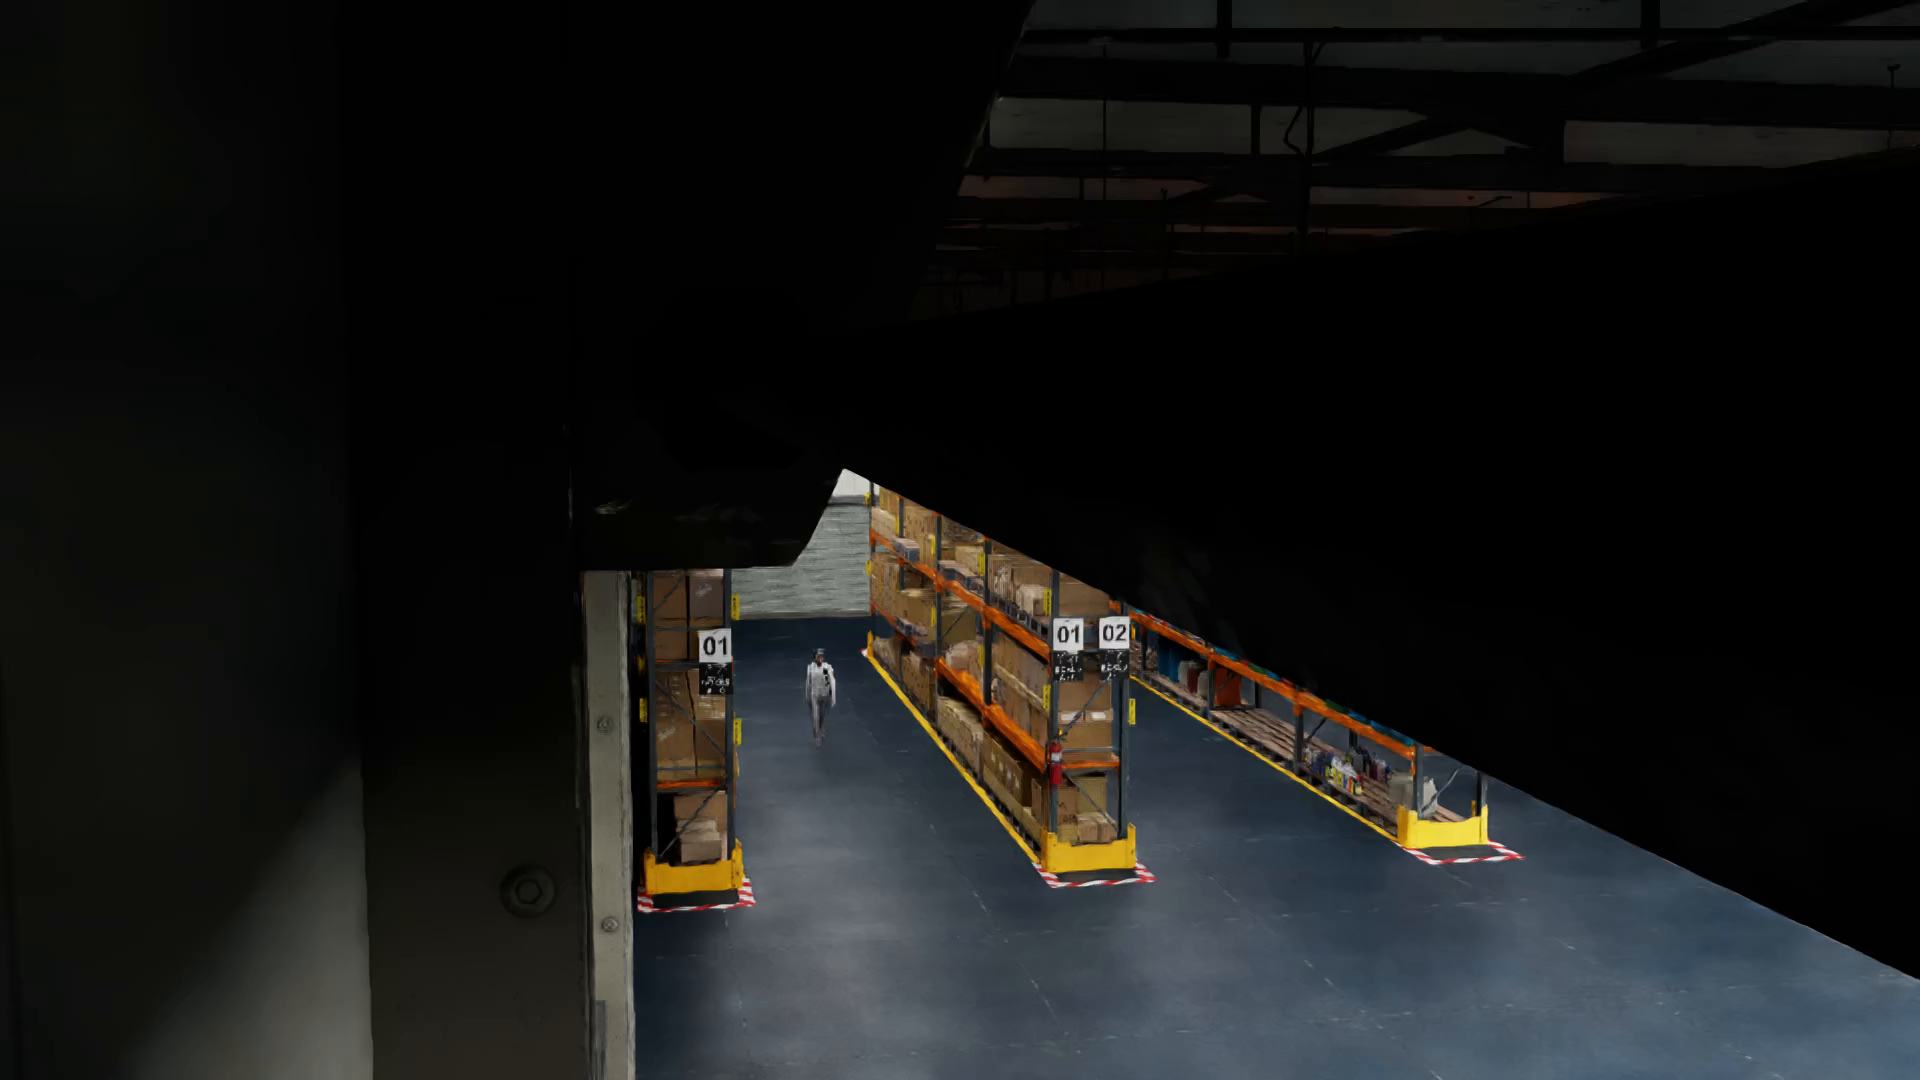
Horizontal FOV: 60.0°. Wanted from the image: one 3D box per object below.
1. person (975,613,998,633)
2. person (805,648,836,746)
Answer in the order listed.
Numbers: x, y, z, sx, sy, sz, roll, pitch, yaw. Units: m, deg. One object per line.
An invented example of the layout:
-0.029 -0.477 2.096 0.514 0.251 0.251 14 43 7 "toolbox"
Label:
0.618 1.393 39.500 0.460 1.654 0.641 4 7 35 "person"
-2.340 2.599 27.951 0.502 1.624 0.988 -1 6 -12 "person"
